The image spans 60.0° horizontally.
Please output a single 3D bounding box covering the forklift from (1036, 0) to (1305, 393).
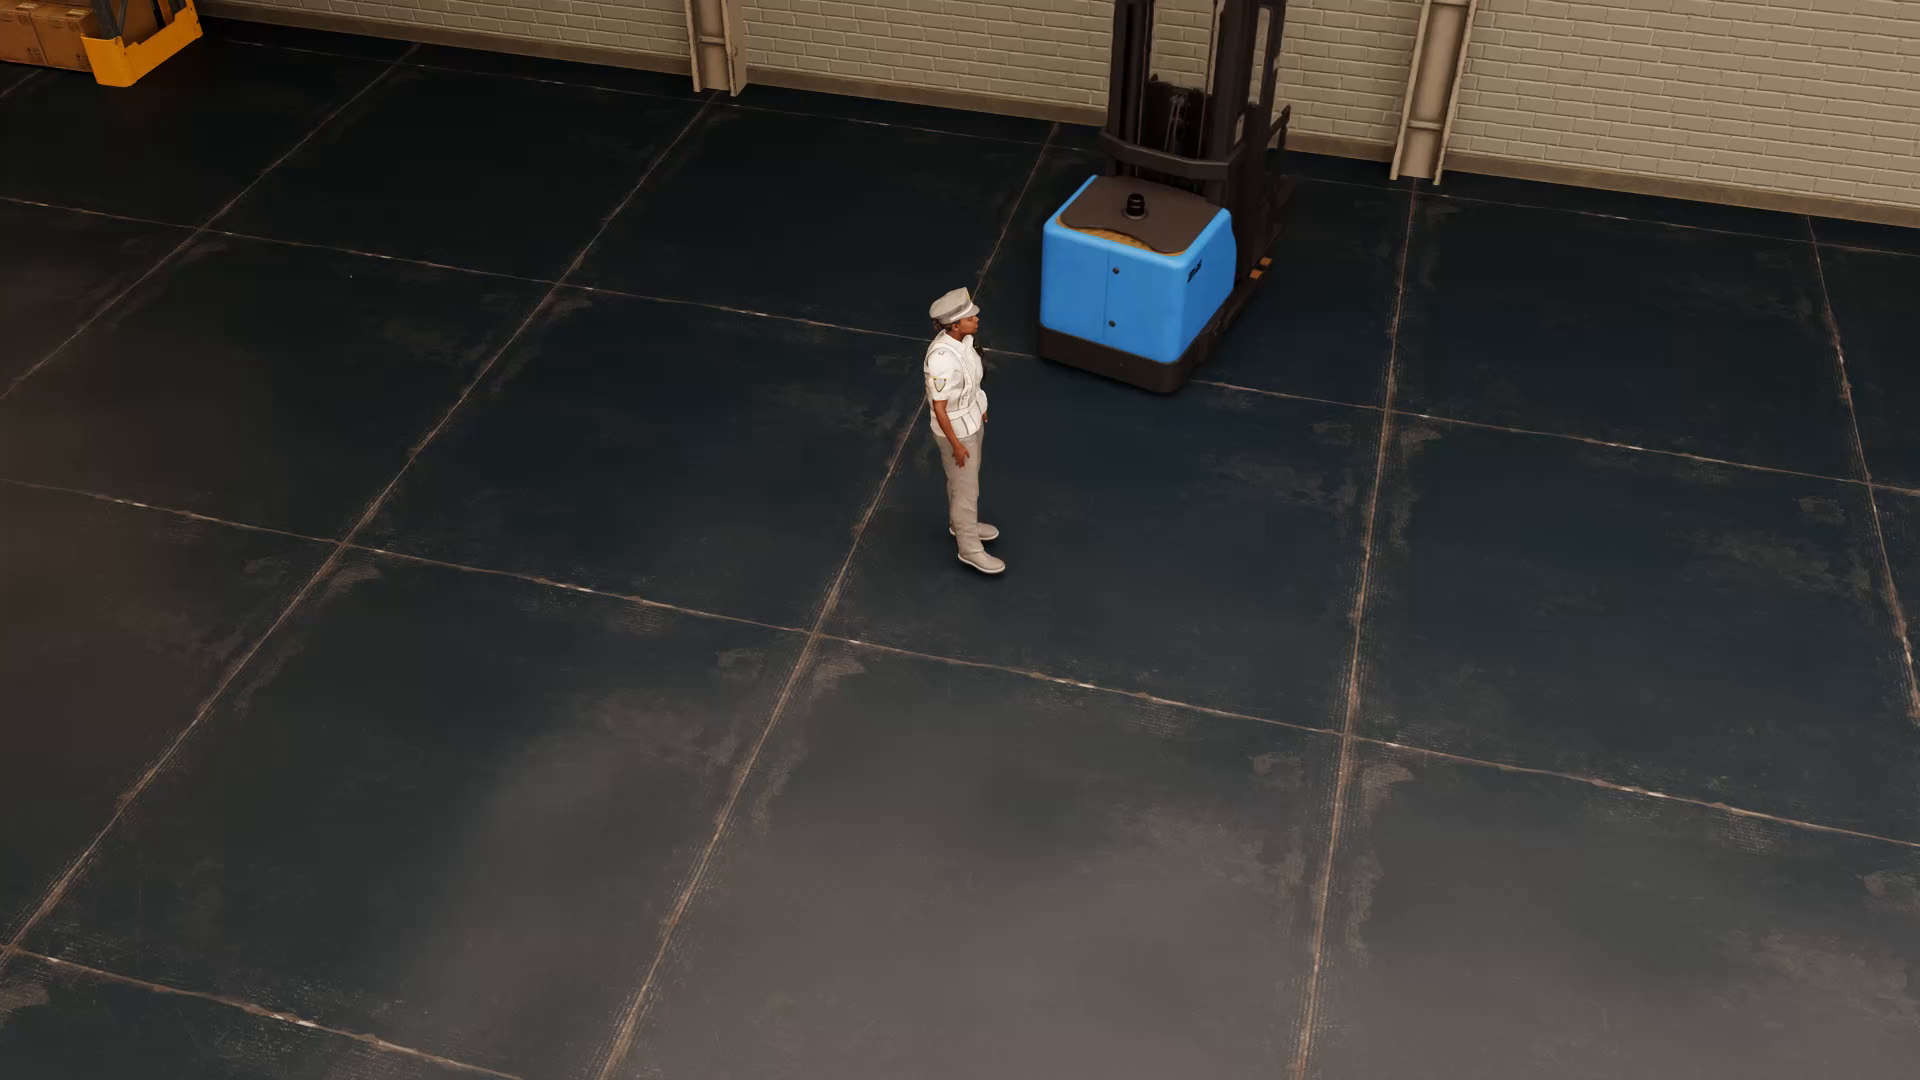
[{"bbox_3d":[1.677,-3.042,11.331,1.130,2.935,3.031,20,45,21],"label":"forklift"}]

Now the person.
[{"bbox_3d":[0.067,-0.647,9.467,0.529,1.695,0.570,10,42,11],"label":"person"}]
